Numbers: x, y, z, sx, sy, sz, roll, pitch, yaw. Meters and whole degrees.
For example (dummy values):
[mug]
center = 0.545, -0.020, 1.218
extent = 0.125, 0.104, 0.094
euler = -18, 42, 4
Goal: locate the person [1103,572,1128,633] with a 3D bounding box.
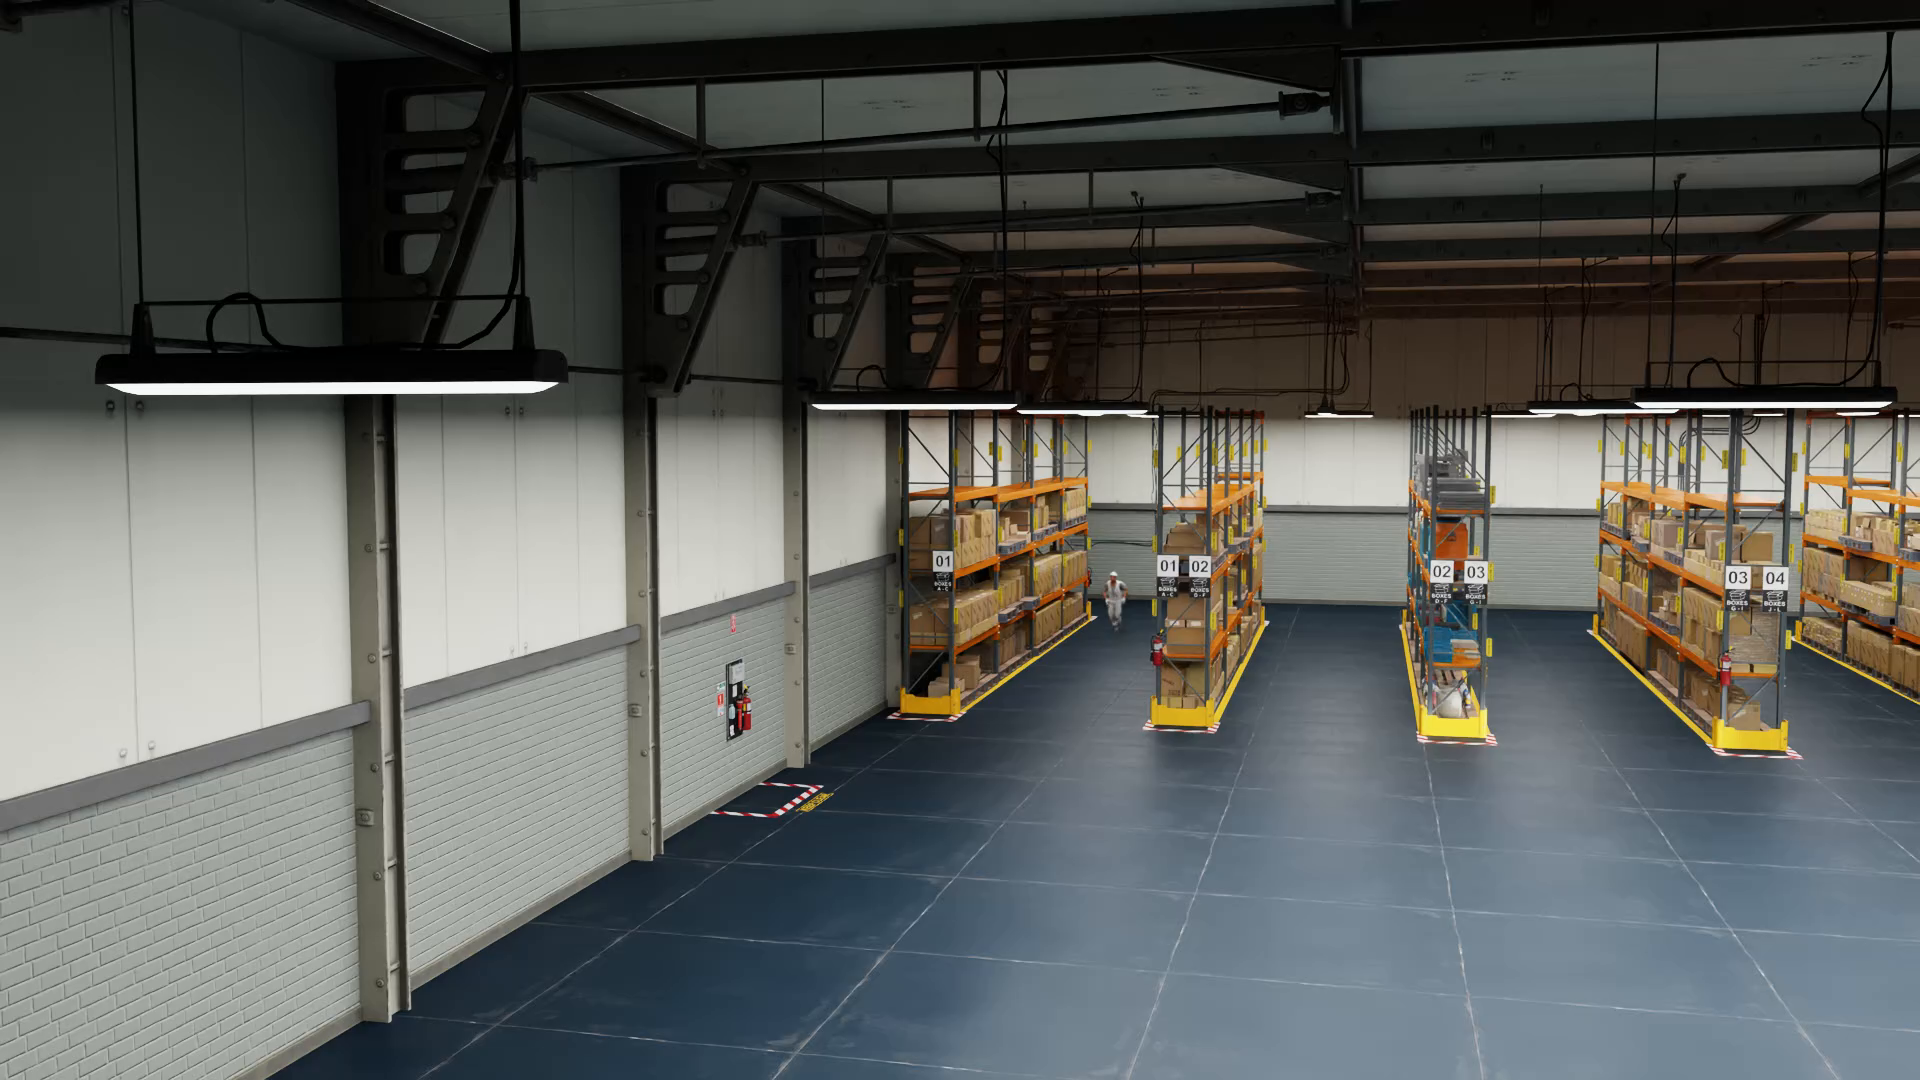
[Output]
[person]
center = 4.176, 1.678, 44.745
extent = 0.685, 1.686, 0.636
euler = 2, 4, 20
